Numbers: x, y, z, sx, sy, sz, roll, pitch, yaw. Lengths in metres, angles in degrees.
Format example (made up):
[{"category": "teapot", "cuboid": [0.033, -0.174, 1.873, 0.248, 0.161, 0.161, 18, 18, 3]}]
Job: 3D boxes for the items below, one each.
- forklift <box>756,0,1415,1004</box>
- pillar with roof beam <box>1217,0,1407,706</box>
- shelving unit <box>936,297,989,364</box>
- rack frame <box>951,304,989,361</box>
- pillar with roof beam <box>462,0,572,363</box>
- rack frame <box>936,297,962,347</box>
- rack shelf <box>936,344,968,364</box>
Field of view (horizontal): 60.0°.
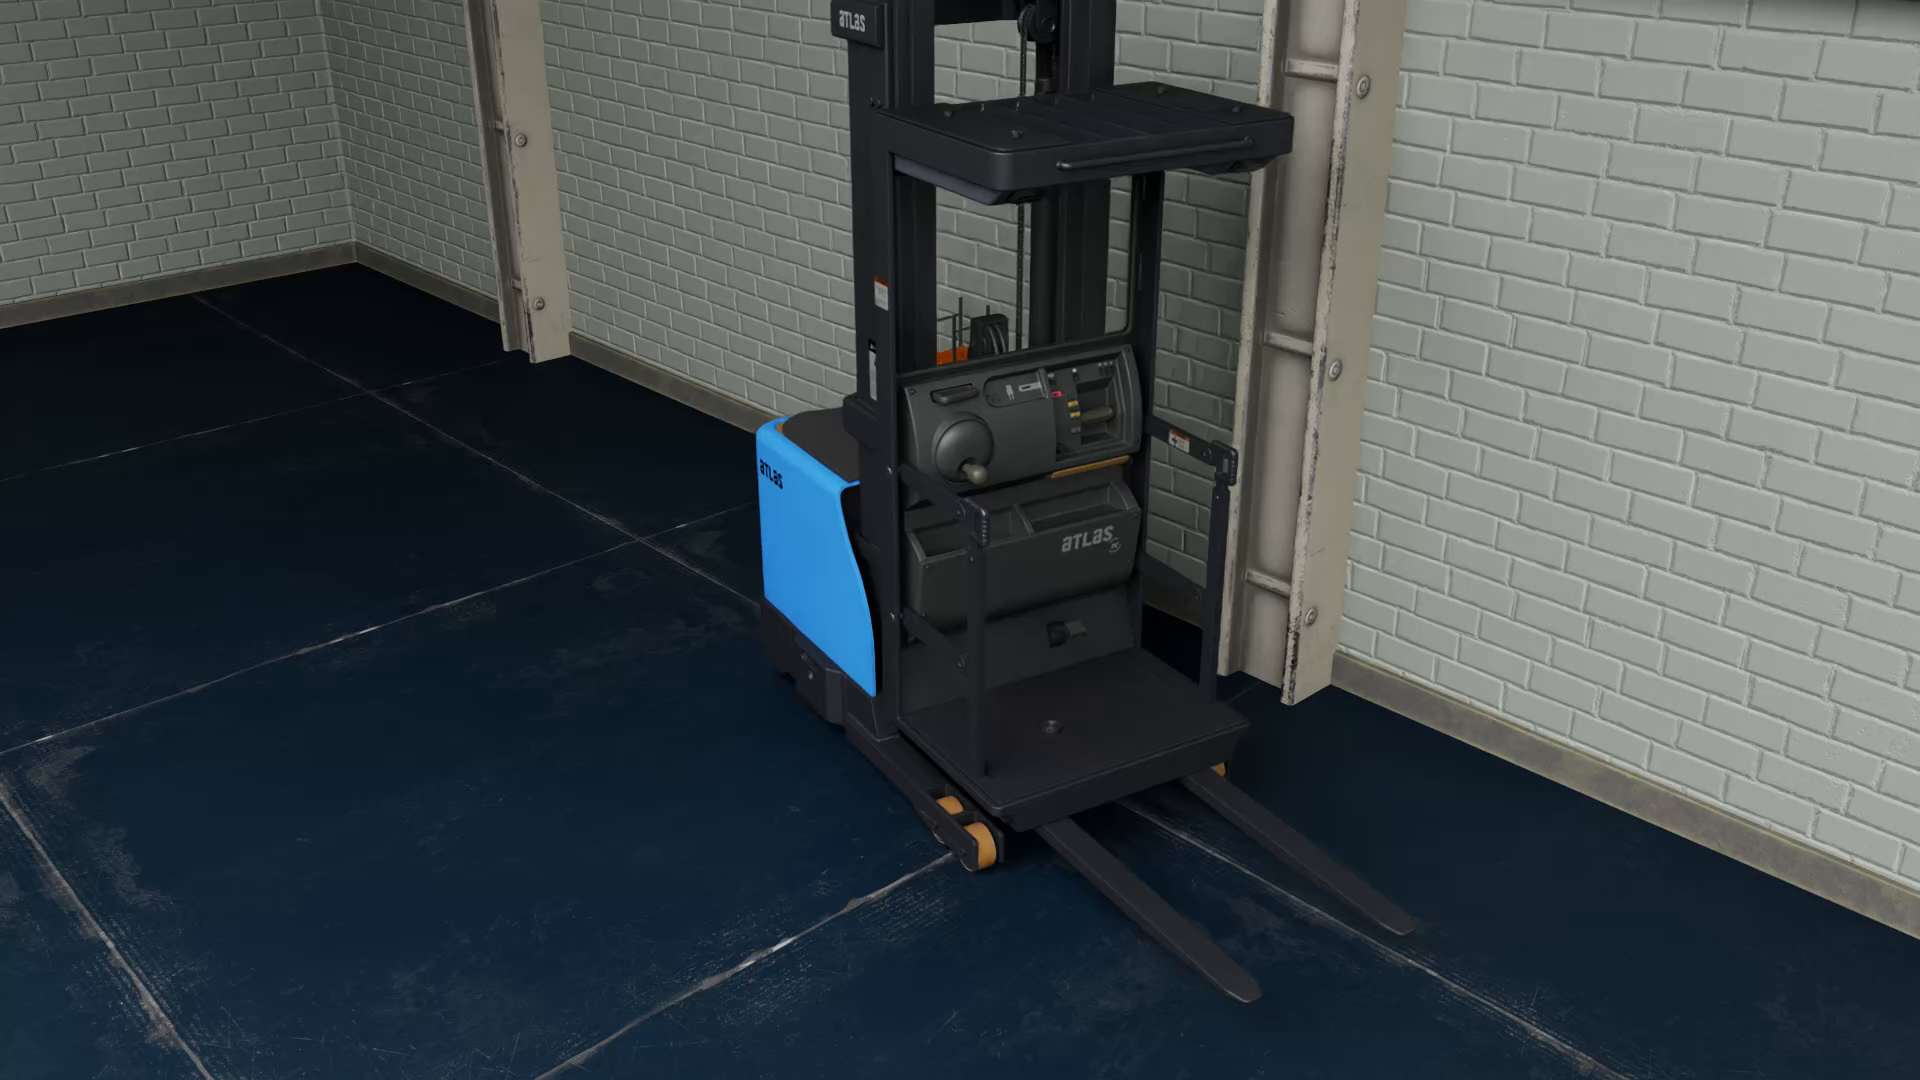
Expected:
[{"category": "forklift", "cuboid": [0.343, -0.409, 5.614, 1.130, 2.935, 3.031, -14, 28, -28]}, {"category": "pillar with roof beam", "cuboid": [-1.820, -2.300, 2.449, 9.100, 9.000, 0.400, -21, 32, -38]}, {"category": "shelving unit", "cuboid": [-0.015, -0.547, 8.003, 0.258, 1.200, 0.189, -22, 32, -39]}, {"category": "rack frame", "cuboid": [0.049, -0.520, 7.944, 0.240, 1.200, 0.006, -22, 32, -39]}, {"category": "pillar with roof beam", "cuboid": [-5.921, -4.117, 6.433, 9.100, 9.000, 0.400, -21, 32, -38]}, {"category": "rack frame", "cuboid": [-0.079, -0.574, 8.063, 0.240, 1.200, 0.006, -22, 32, -39]}, {"category": "rack shelf", "cuboid": [-0.015, -0.834, 7.872, 0.258, 0.103, 0.180, -22, 32, -39]}]
